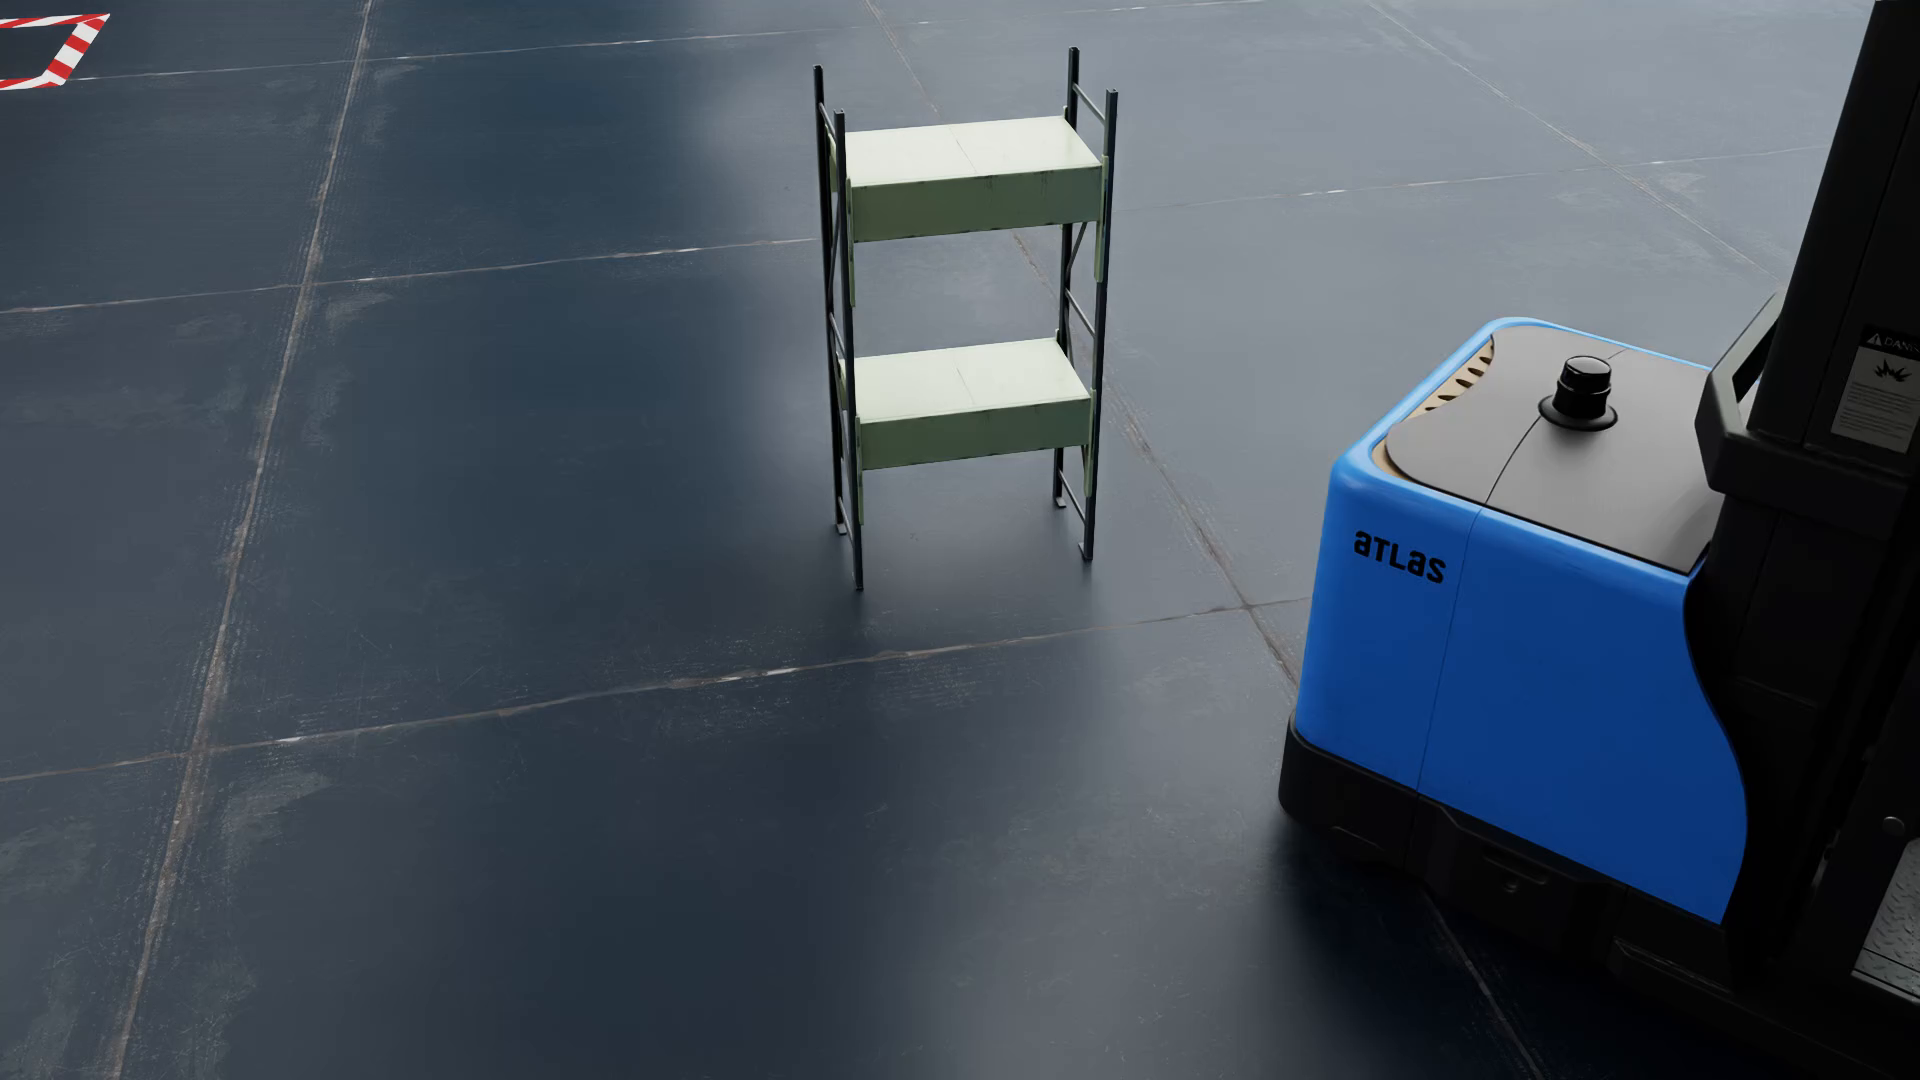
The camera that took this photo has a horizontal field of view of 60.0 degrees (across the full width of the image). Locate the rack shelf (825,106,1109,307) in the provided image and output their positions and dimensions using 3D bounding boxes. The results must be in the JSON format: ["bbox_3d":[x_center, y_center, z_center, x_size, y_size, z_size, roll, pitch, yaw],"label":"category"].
[{"bbox_3d":[0.007,-0.948,4.688,0.720,0.370,0.431,-7,35,-11],"label":"rack shelf"}]

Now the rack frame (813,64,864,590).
[{"bbox_3d":[-0.350,-0.579,4.838,0.023,1.500,0.400,-7,35,-11],"label":"rack frame"}]

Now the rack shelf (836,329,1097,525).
[{"bbox_3d":[0.007,-0.353,5.087,0.720,0.370,0.431,-7,35,-11],"label":"rack shelf"}]

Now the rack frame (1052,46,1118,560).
[{"bbox_3d":[0.364,-0.669,4.972,0.023,1.500,0.400,-7,35,-11],"label":"rack frame"}]

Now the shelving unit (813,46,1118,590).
[{"bbox_3d":[0.007,-0.624,4.905,0.755,1.500,0.431,-7,35,-11],"label":"shelving unit"}]

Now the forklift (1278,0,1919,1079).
[{"bbox_3d":[2.288,-0.212,3.007,3.031,2.935,1.130,23,40,30],"label":"forklift"}]
